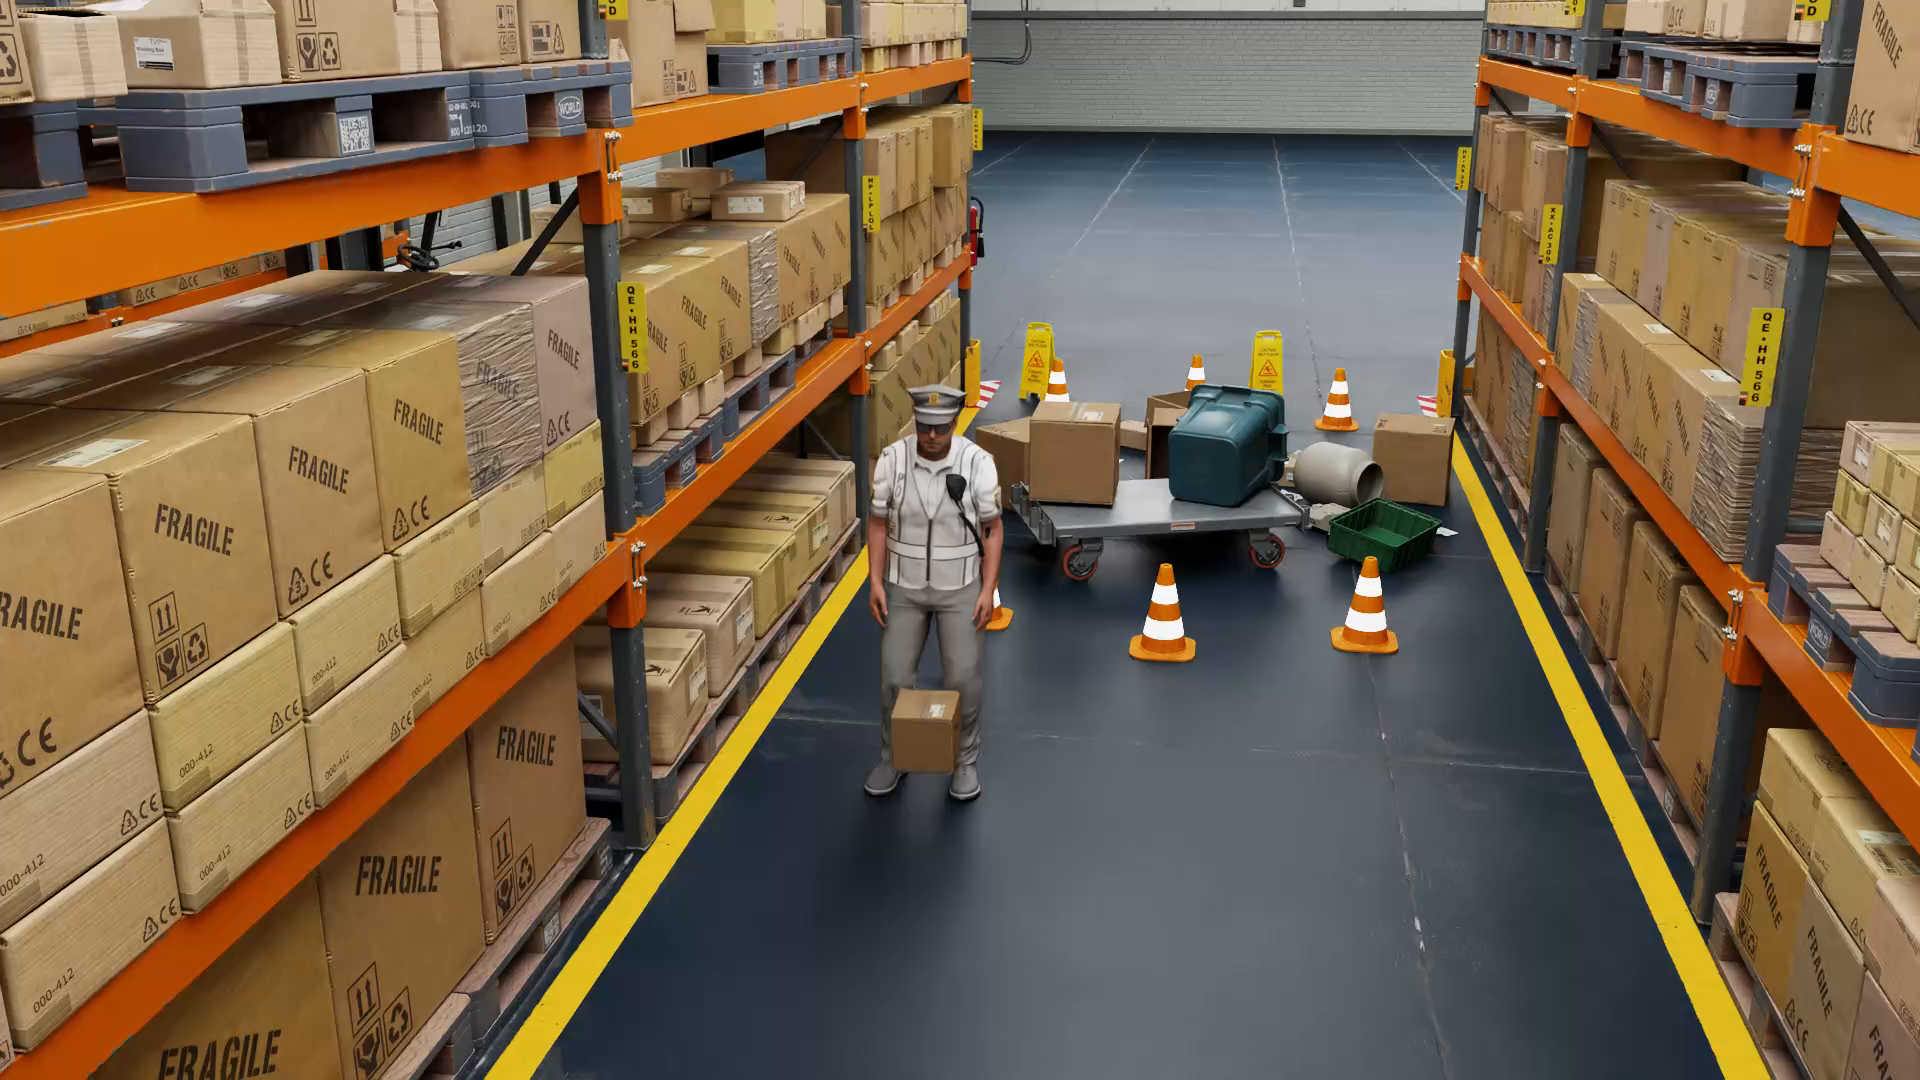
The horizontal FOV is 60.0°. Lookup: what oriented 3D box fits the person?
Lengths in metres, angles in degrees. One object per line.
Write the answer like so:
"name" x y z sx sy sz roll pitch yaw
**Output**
"person" -0.107 0.198 6.916 0.568 1.751 0.434 2 18 7
